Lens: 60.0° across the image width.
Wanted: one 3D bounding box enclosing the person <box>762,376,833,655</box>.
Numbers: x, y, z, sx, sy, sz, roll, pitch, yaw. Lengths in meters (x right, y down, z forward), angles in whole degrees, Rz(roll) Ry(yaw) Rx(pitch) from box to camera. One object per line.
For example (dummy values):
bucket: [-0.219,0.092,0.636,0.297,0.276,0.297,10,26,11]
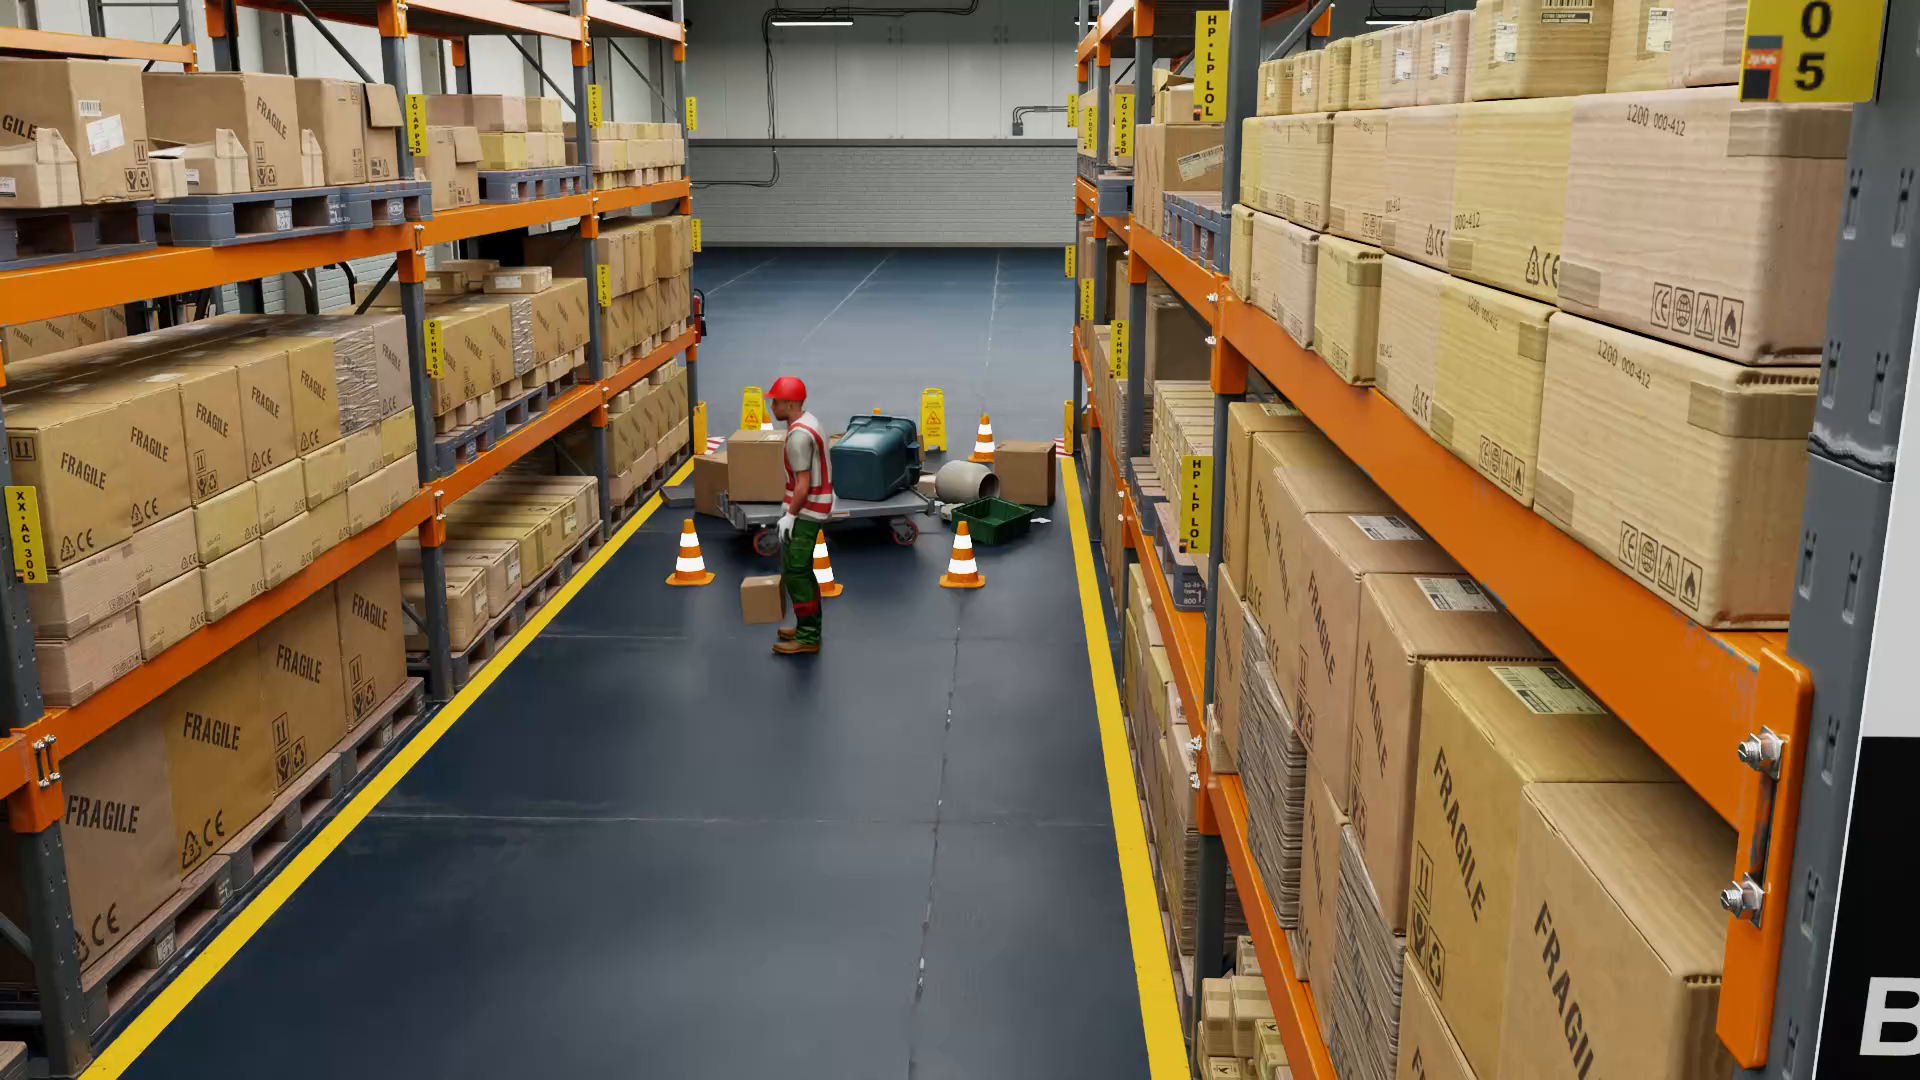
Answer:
person: [-1.027,-0.166,10.635,0.431,1.782,0.563,0,14,0]
